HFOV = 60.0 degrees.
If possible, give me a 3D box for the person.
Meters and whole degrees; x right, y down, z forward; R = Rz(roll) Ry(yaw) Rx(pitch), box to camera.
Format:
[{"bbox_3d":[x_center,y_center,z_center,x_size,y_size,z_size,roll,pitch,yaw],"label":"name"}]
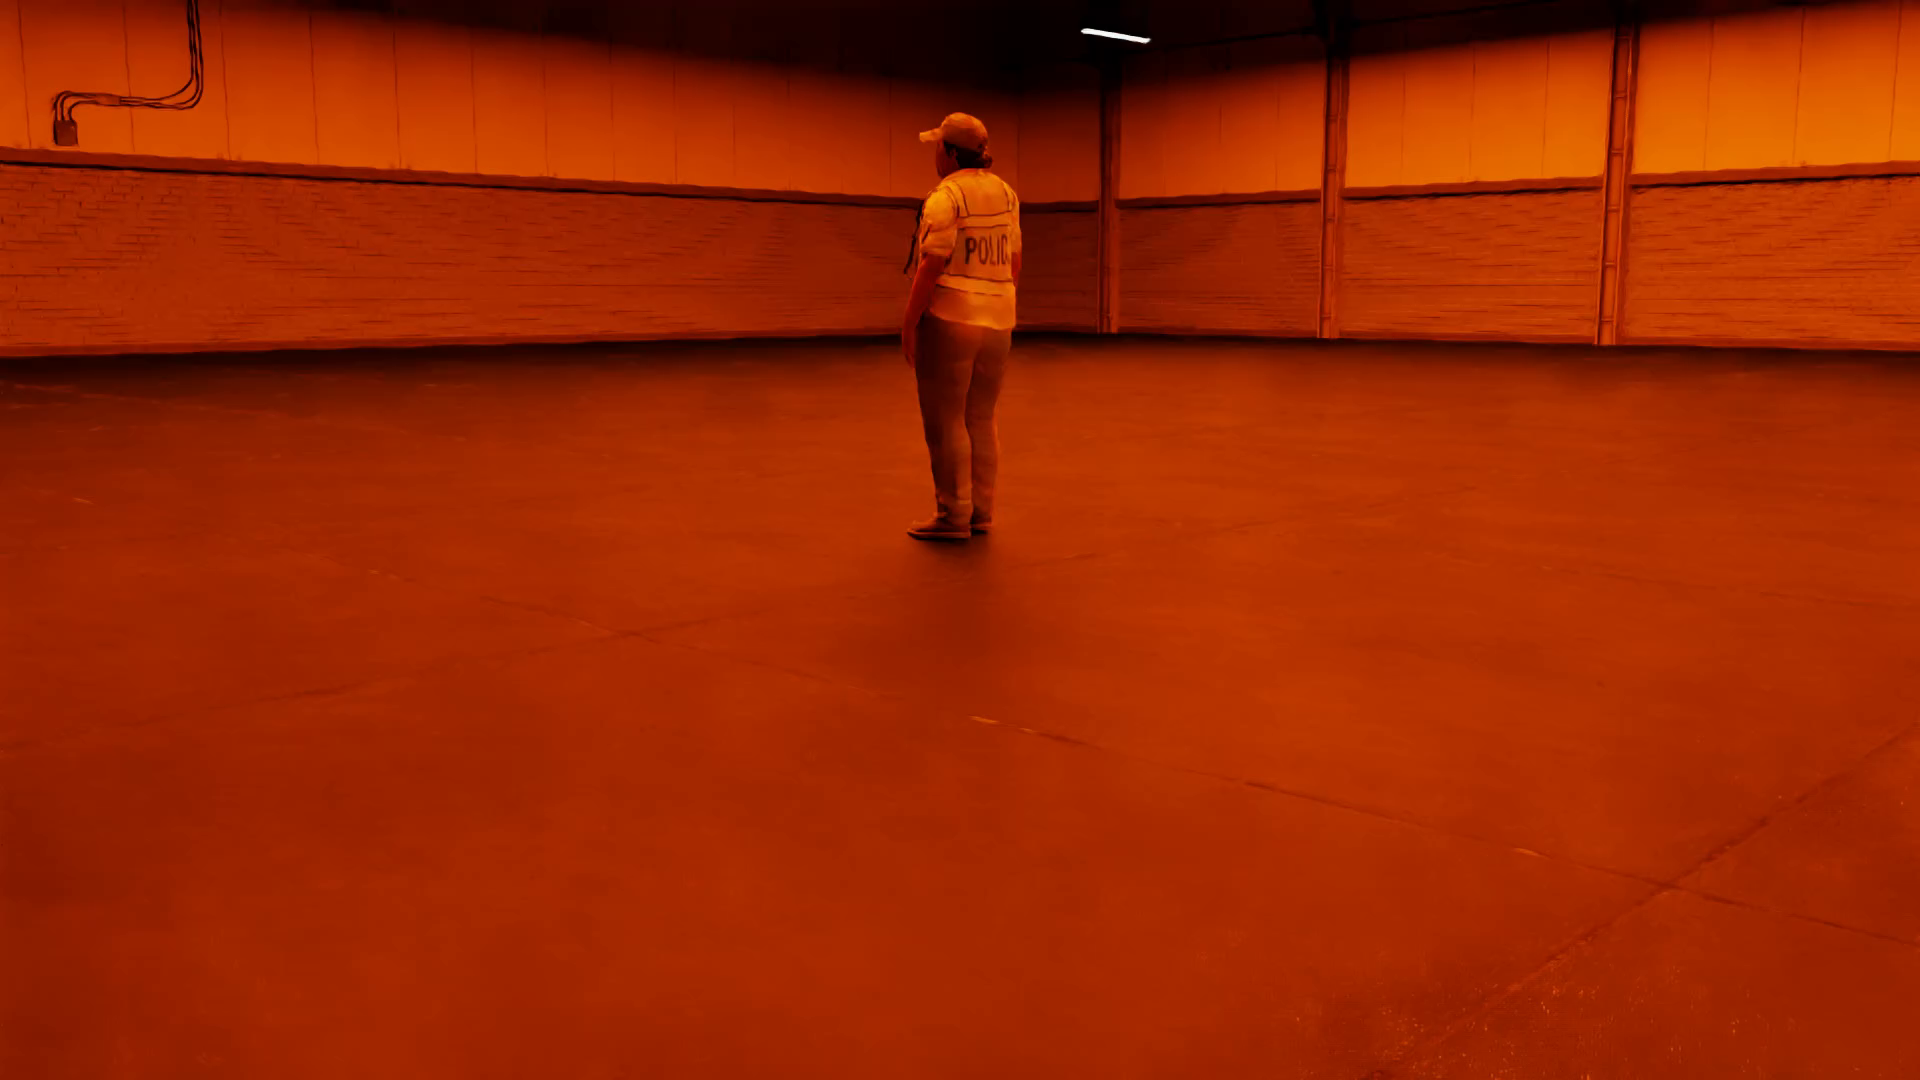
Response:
[{"bbox_3d":[-0.039,-0.842,6.661,0.529,1.669,0.598,8,12,43],"label":"person"}]
